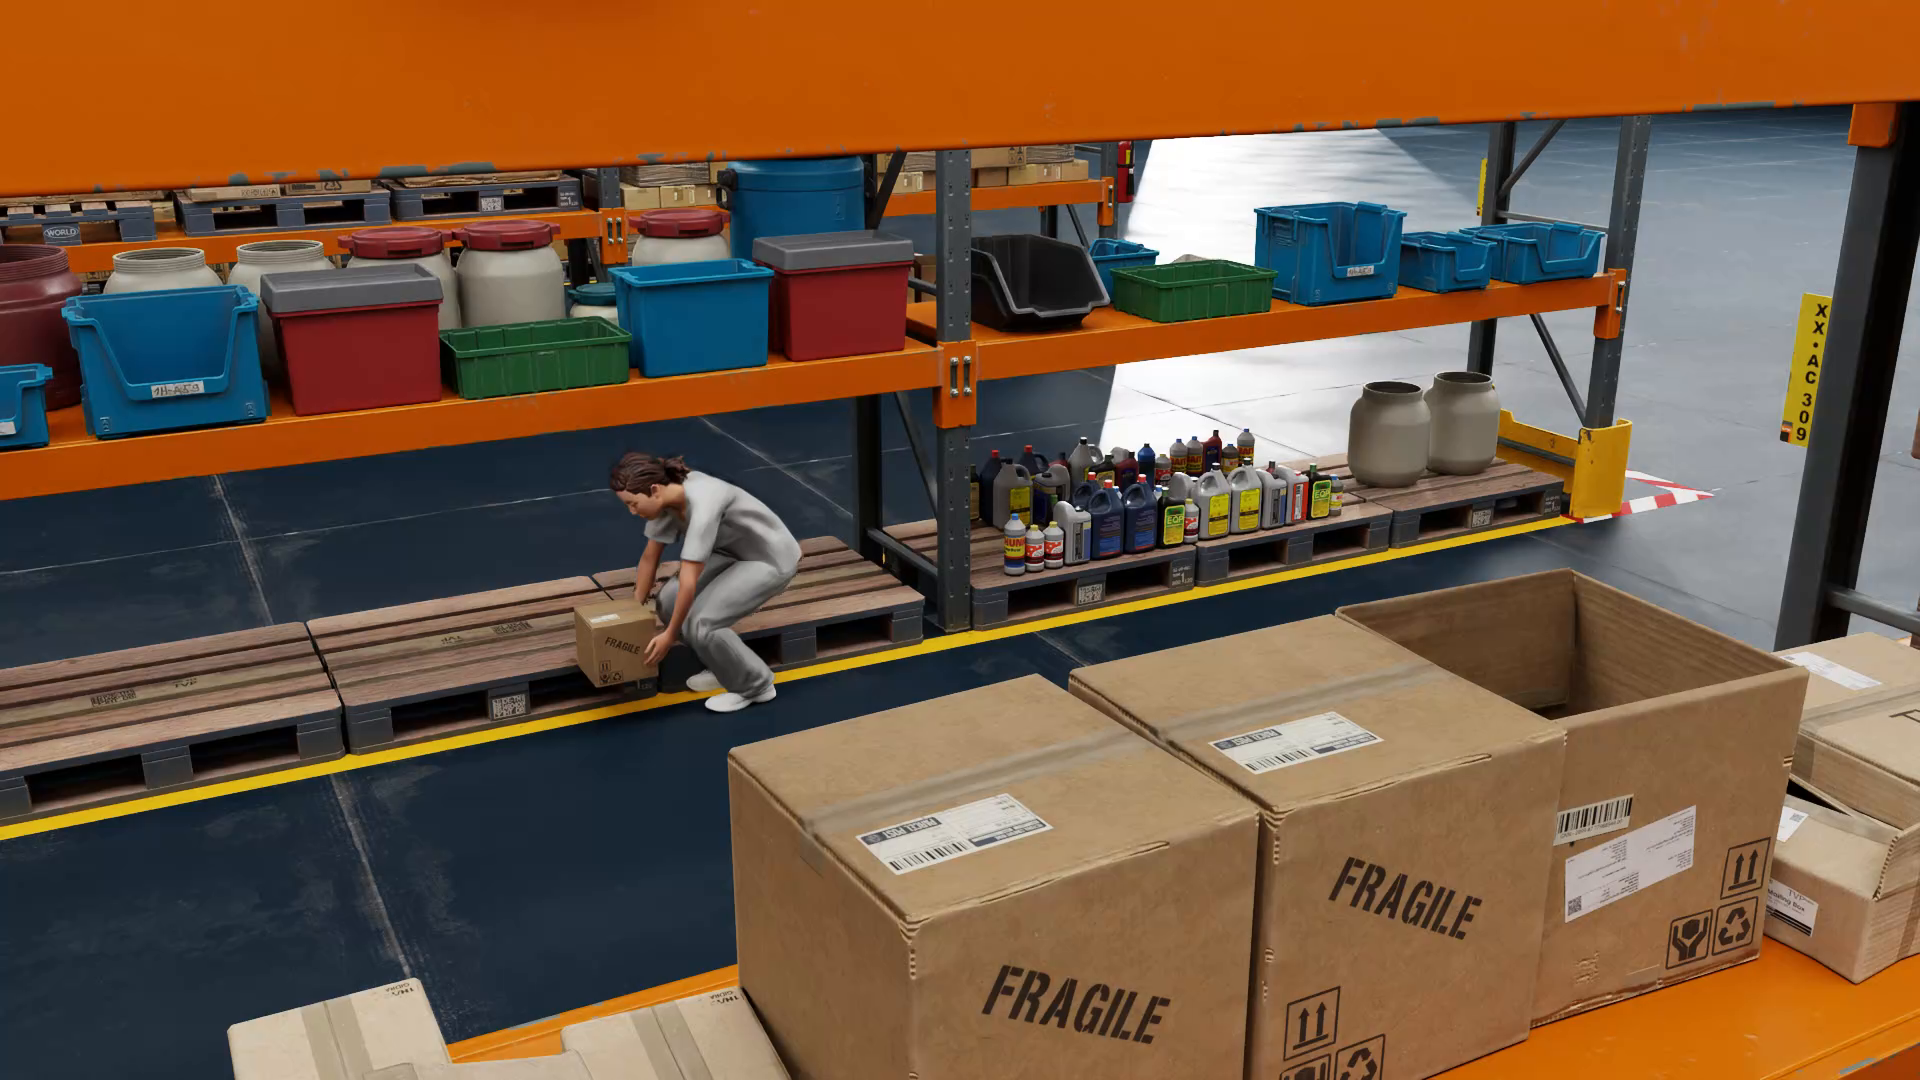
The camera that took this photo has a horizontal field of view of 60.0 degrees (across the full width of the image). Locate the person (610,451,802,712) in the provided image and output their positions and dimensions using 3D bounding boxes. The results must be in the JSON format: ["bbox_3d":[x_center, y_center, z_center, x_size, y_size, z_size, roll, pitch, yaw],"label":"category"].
[{"bbox_3d":[-0.991,0.139,6.569,0.753,1.092,0.495,-10,21,-27],"label":"person"}]
